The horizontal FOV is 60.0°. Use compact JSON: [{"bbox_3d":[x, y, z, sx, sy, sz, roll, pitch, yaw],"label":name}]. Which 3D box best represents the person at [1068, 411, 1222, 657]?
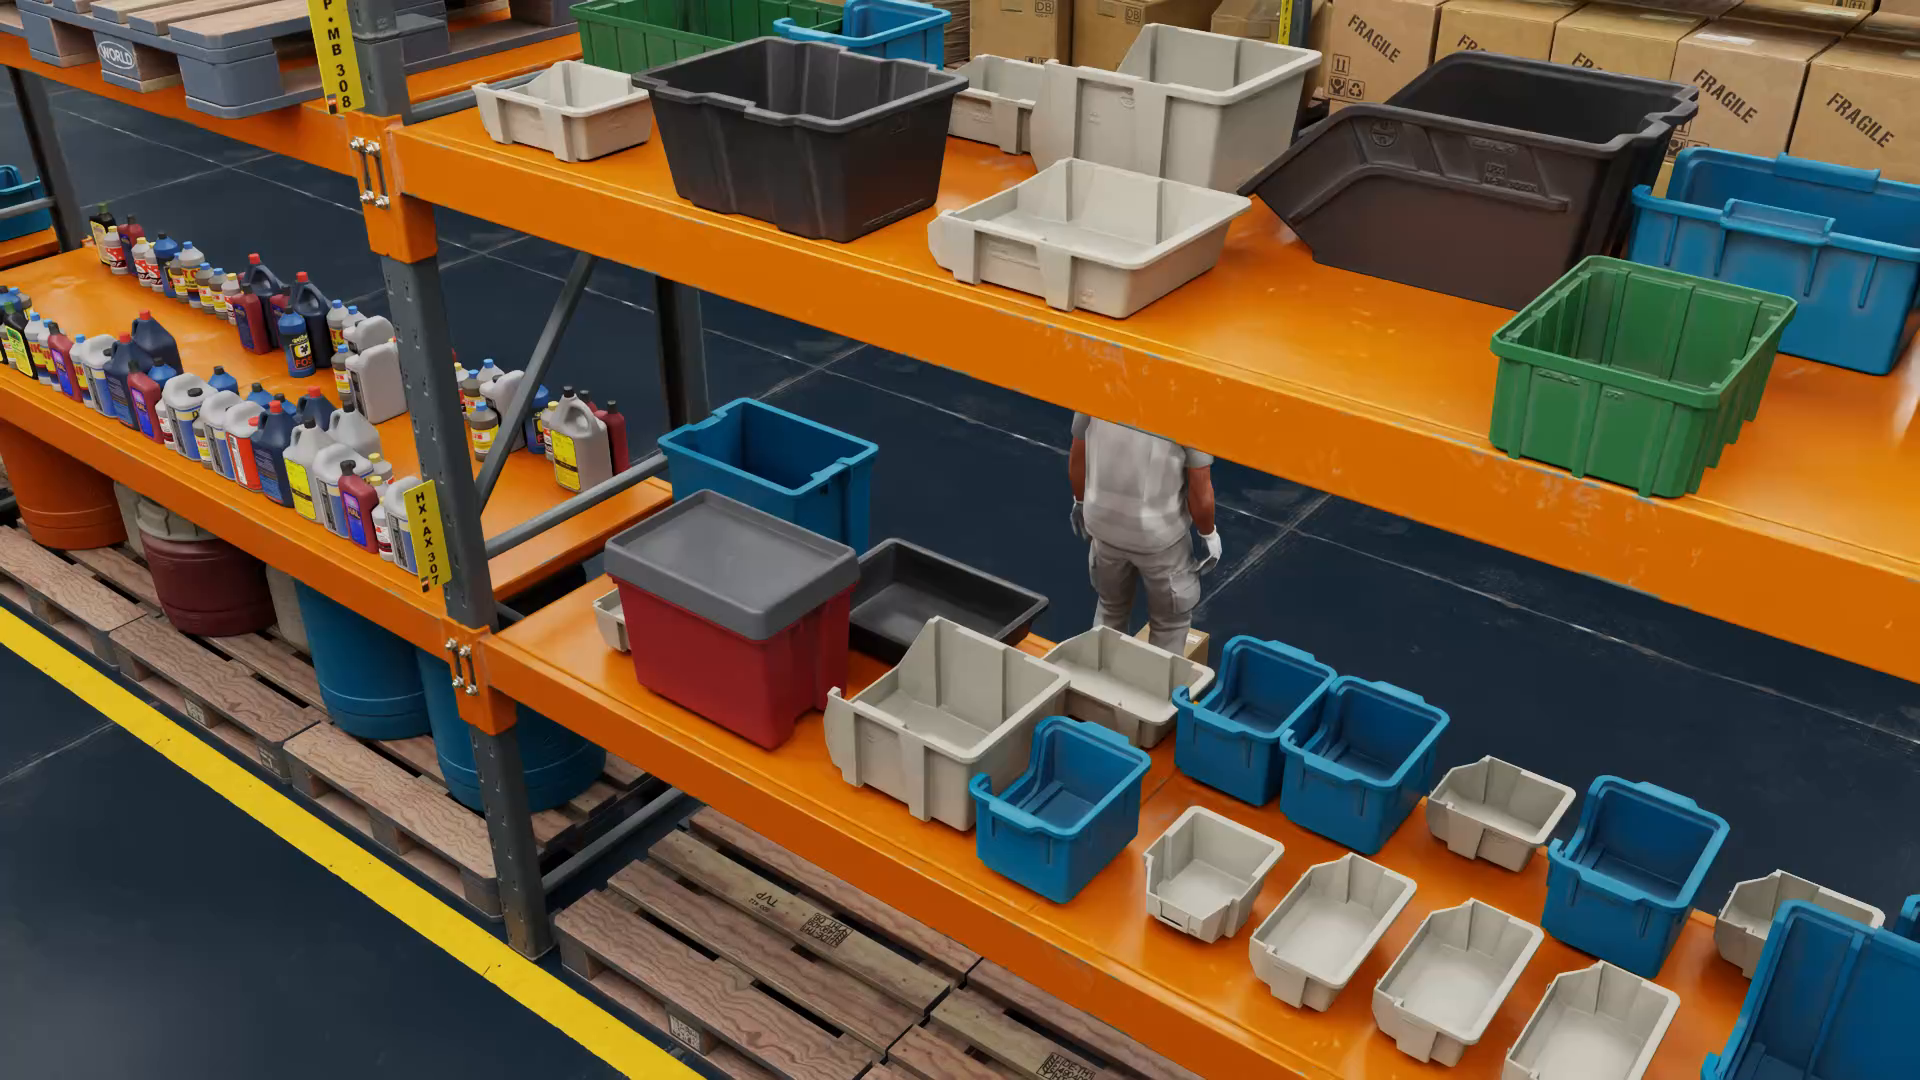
[{"bbox_3d":[0.693,-0.062,6.223,0.609,1.778,0.452,19,35,28],"label":"person"}]
